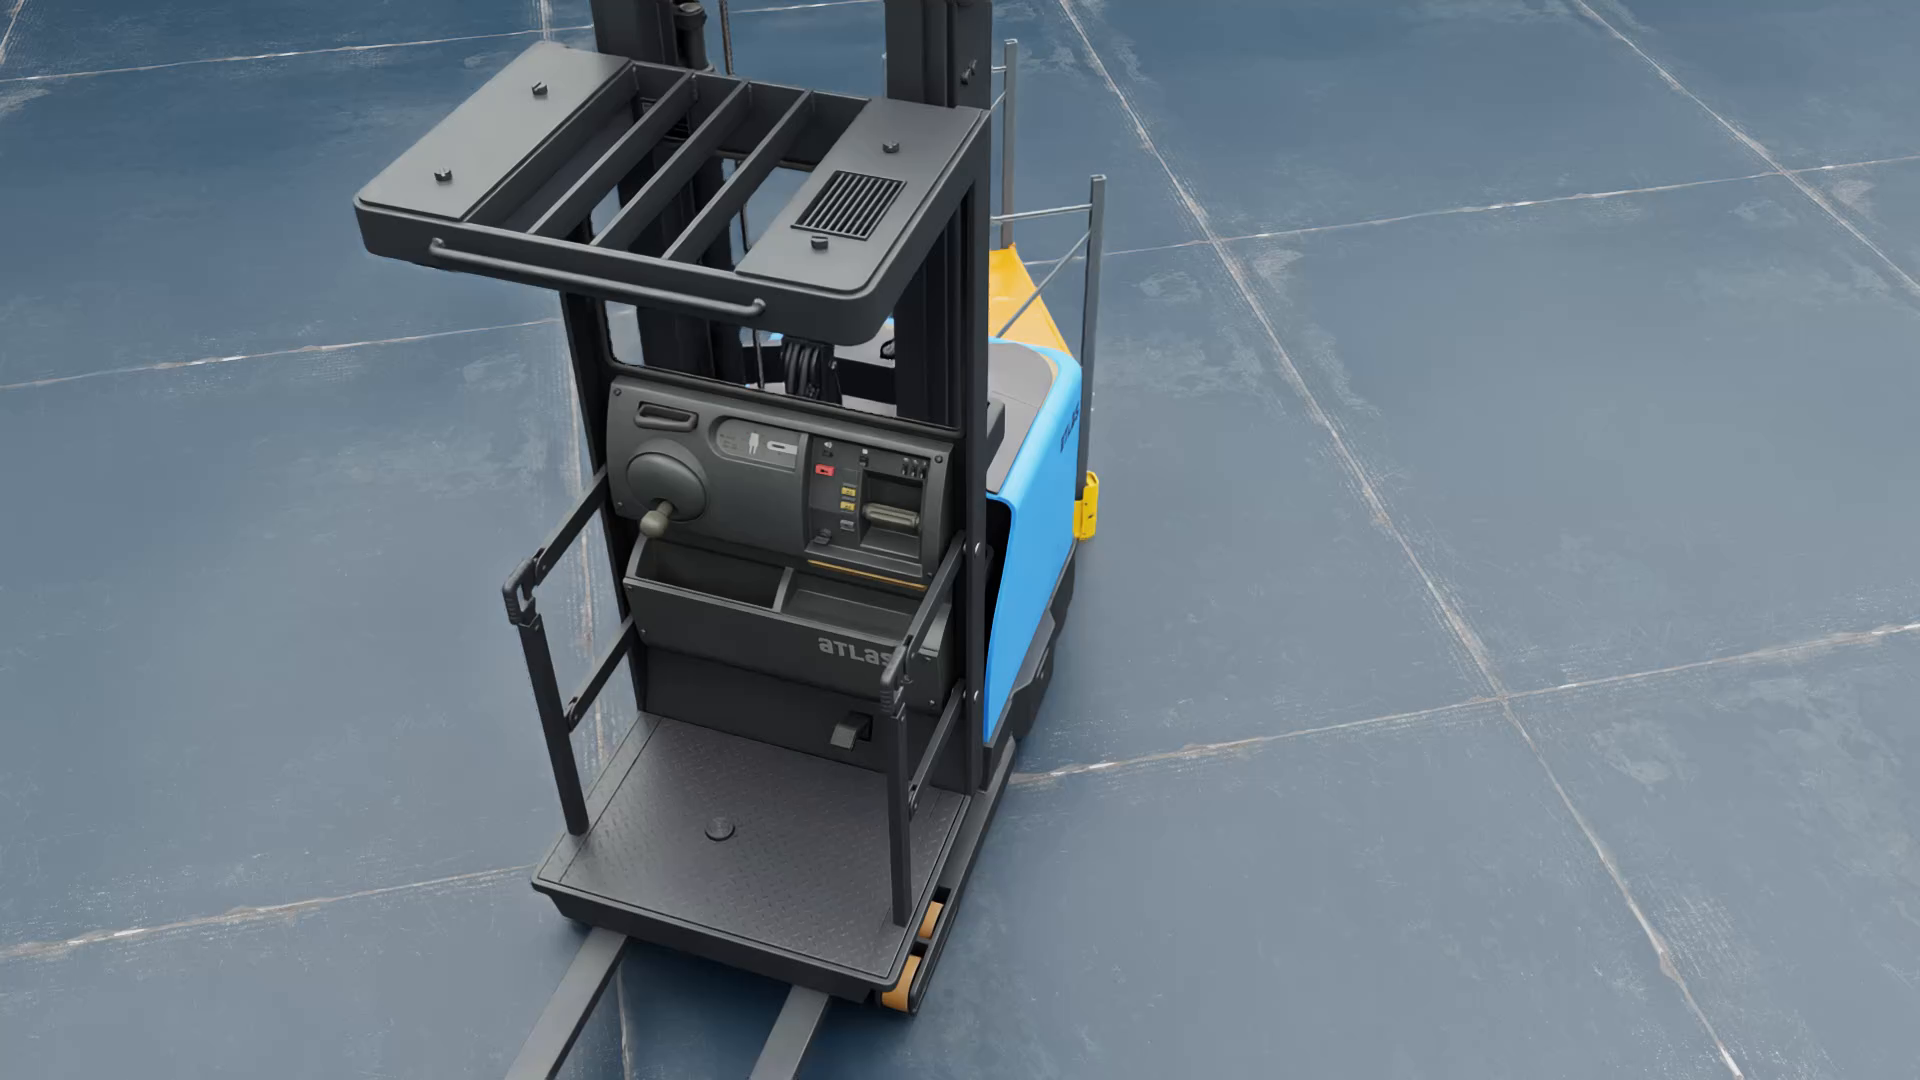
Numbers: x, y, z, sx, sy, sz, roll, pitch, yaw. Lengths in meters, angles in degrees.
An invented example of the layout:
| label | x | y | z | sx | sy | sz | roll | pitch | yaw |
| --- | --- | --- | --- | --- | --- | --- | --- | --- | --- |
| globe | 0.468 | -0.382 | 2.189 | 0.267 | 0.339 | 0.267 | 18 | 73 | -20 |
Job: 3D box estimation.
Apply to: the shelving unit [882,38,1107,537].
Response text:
| label | x | y | z | sx | sy | sz | roll | pitch | yaw |
| --- | --- | --- | --- | --- | --- | --- | --- | --- | --- |
| shelving unit | 0.097 | -0.881 | 6.113 | 0.587 | 1.500 | 1.083 | -10 | 43 | -11 |

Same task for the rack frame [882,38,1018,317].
| label | x | y | z | sx | sy | sz | roll | pitch | yaw |
| --- | --- | --- | --- | --- | --- | --- | --- | --- | --- |
| rack frame | -0.034 | -1.214 | 6.487 | 0.500 | 1.500 | 0.032 | -10 | 43 | -11 |

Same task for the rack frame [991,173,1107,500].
| label | x | y | z | sx | sy | sz | roll | pitch | yaw |
| --- | --- | --- | --- | --- | --- | --- | --- | --- | --- |
| rack frame | 0.223 | -0.560 | 5.752 | 0.500 | 1.500 | 0.032 | -10 | 43 | -11 |

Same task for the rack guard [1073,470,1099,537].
| label | x | y | z | sx | sy | sz | roll | pitch | yaw |
| --- | --- | --- | --- | --- | --- | --- | --- | --- | --- |
| rack guard | 0.222 | -0.094 | 6.167 | 0.587 | 0.250 | 0.087 | -10 | 43 | -11 |

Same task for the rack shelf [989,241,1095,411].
| label | x | y | z | sx | sy | sz | roll | pitch | yaw |
| --- | --- | --- | --- | --- | --- | --- | --- | --- | --- |
| rack shelf | 0.094 | -0.753 | 6.239 | 0.538 | 0.185 | 1.000 | -10 | 43 | -11 |

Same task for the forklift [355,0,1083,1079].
| label | x | y | z | sx | sy | sz | roll | pitch | yaw |
| --- | --- | --- | --- | --- | --- | --- | --- | --- | --- |
| forklift | -0.540 | -0.069 | 4.120 | 1.130 | 2.935 | 3.031 | 12 | 43 | 14 |
